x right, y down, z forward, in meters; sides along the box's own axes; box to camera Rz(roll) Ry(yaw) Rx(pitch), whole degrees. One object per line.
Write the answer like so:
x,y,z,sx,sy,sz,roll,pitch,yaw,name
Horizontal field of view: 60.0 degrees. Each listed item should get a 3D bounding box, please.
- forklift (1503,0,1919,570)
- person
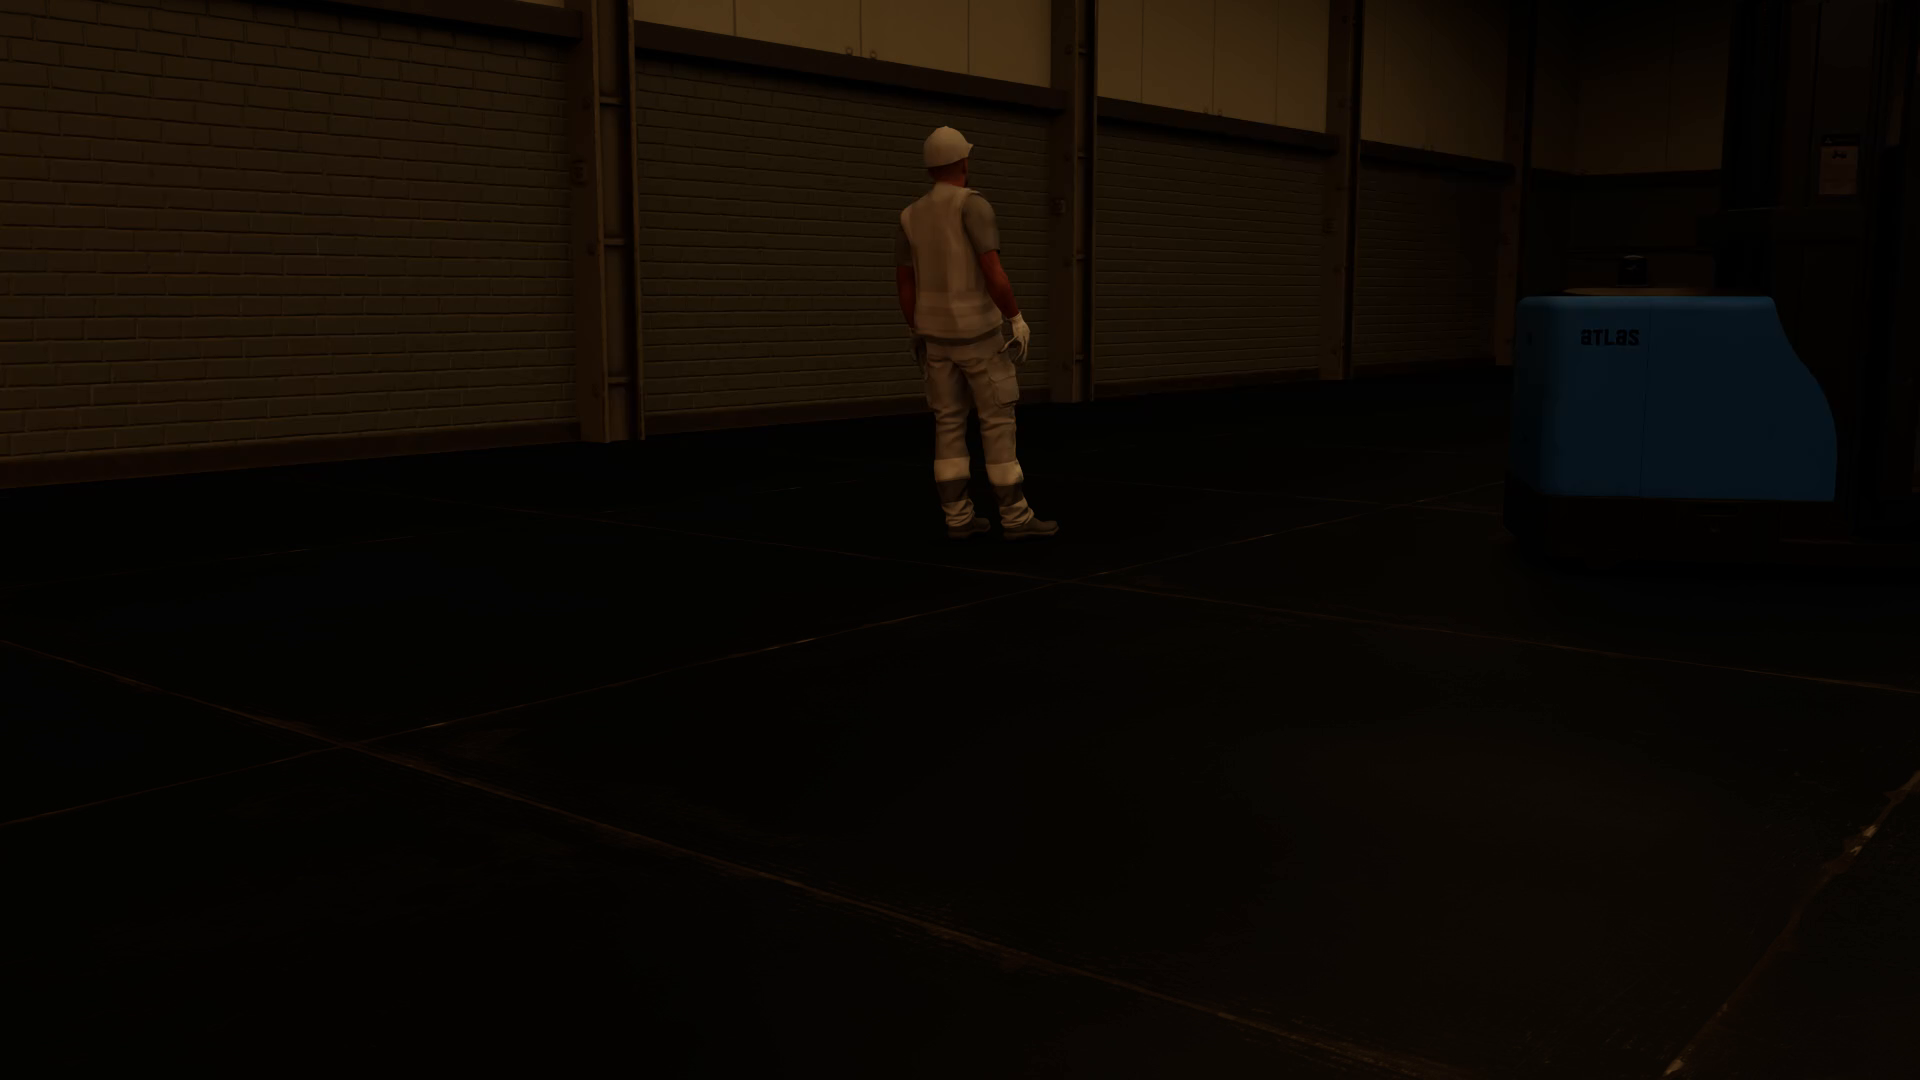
3.821,-1.347,6.490,3.031,2.935,1.130,2,8,10,forklift
0.060,-0.900,7.328,0.637,1.787,0.564,7,11,38,person
